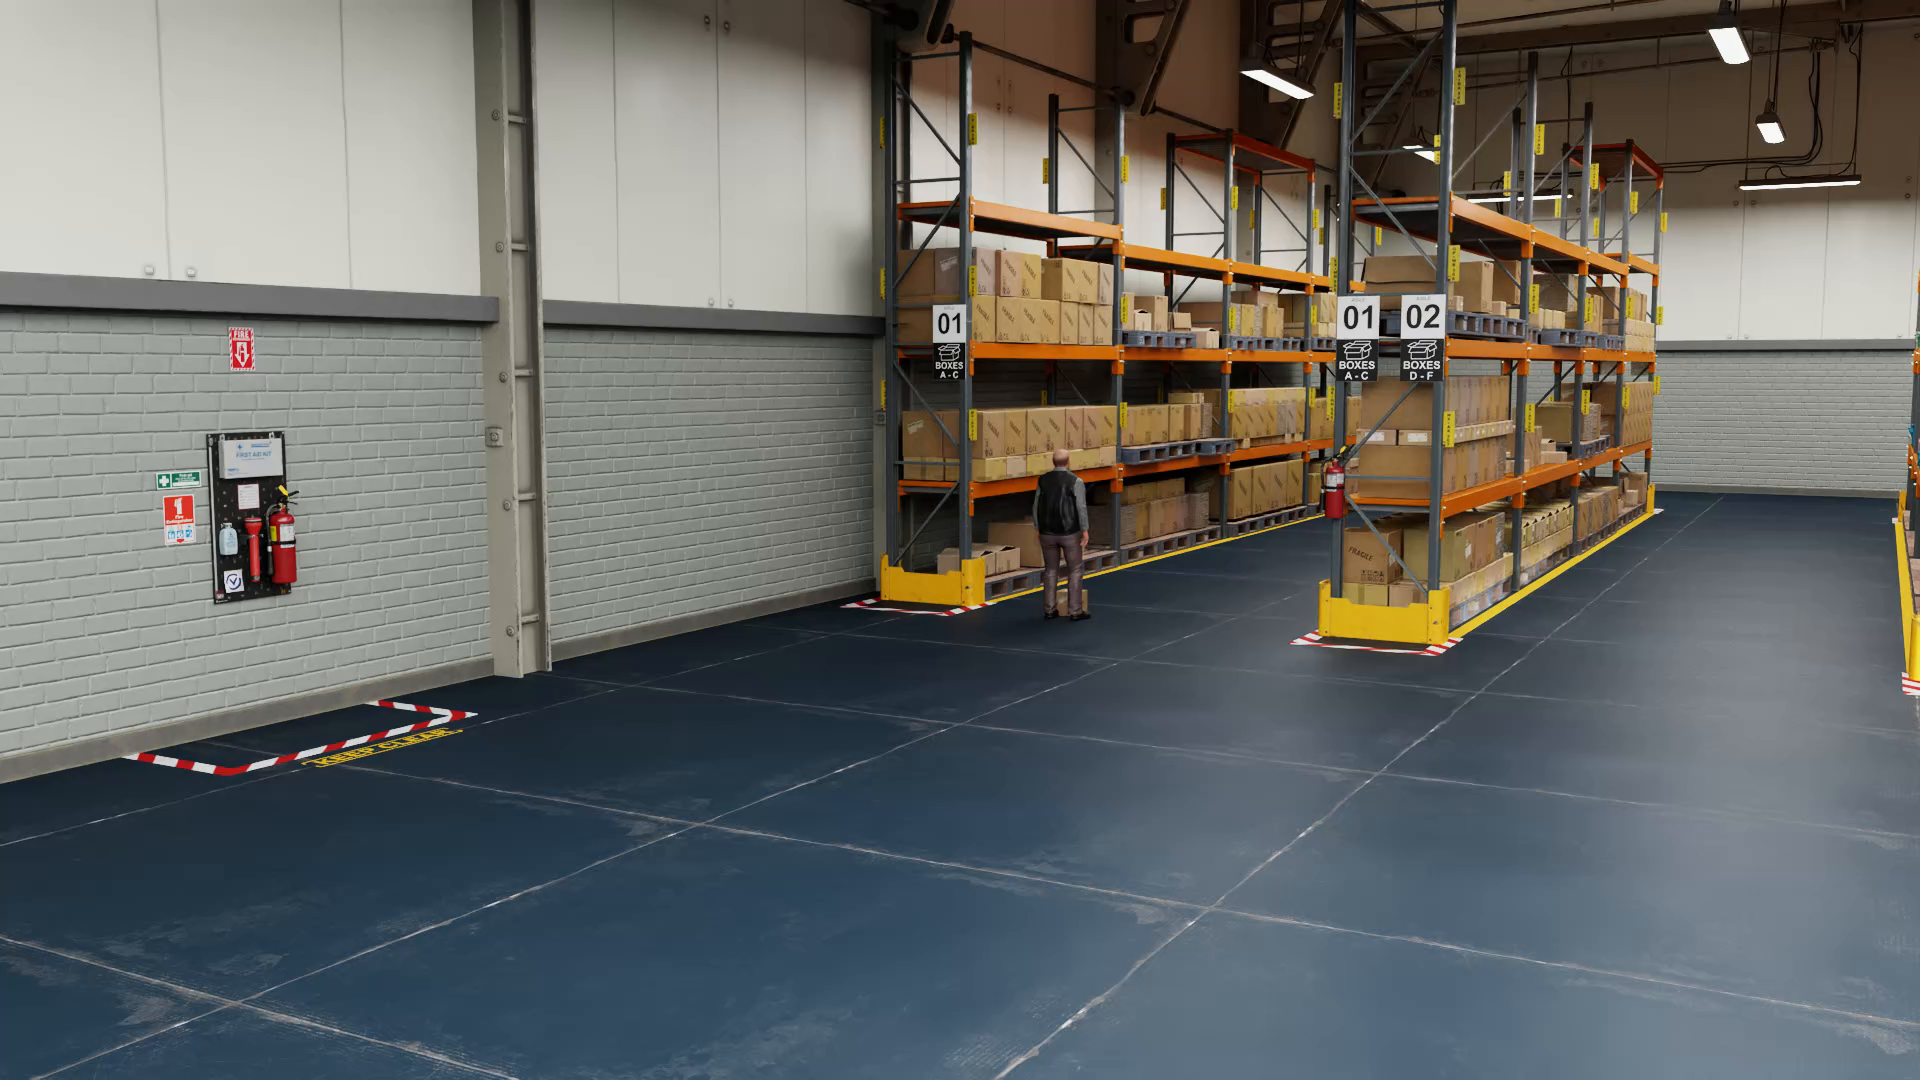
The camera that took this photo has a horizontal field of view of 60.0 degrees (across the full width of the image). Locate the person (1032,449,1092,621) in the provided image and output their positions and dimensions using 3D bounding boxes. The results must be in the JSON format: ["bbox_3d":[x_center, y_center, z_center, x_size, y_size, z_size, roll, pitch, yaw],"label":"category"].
[{"bbox_3d":[1.016,-0.059,16.820,0.586,1.720,0.421,3,7,25],"label":"person"}]
